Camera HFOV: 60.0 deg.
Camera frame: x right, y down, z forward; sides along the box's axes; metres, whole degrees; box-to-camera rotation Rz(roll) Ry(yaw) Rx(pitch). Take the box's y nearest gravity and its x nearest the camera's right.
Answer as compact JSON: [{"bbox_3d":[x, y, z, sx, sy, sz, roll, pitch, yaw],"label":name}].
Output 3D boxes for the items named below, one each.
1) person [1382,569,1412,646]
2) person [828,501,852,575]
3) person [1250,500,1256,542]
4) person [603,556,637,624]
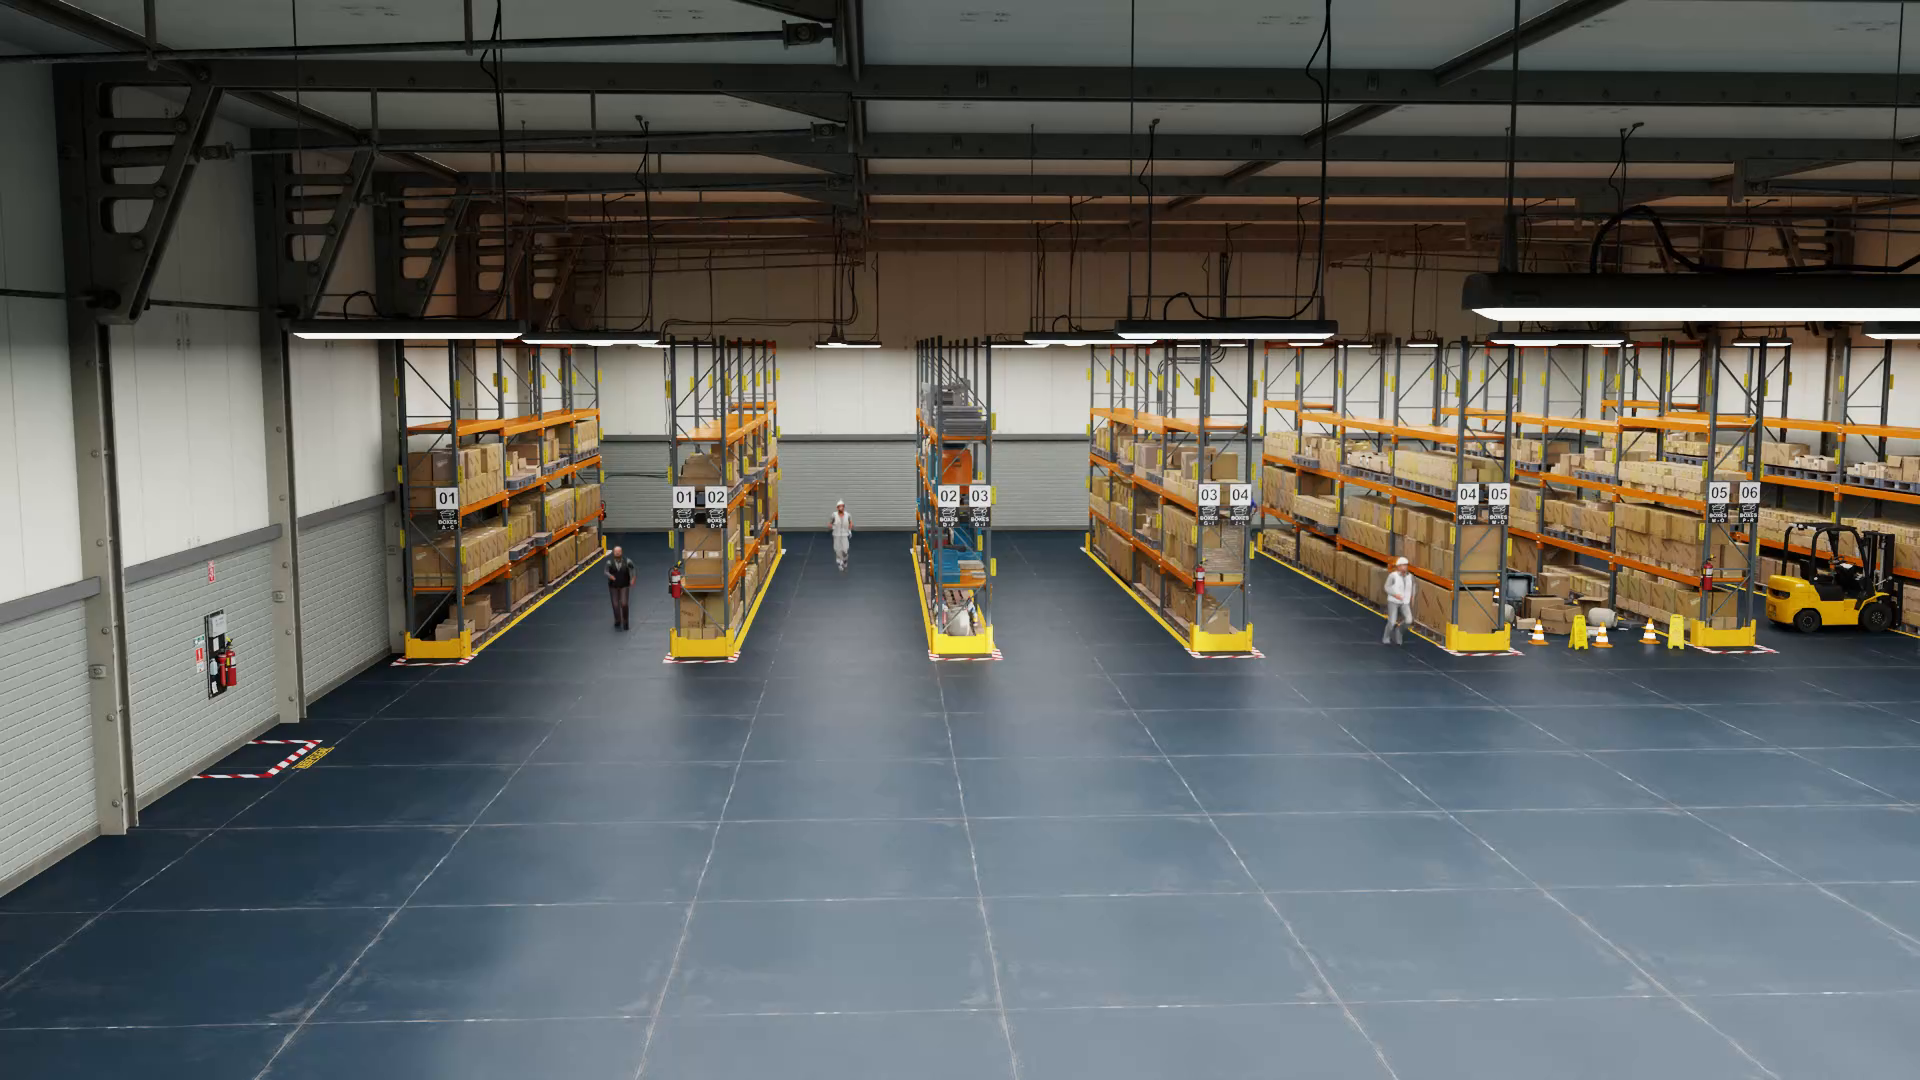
[{"bbox_3d":[8.501,1.303,32.337,0.486,1.514,0.446,-1,7,-11],"label":"person"},{"bbox_3d":[-2.914,-0.042,40.592,0.603,1.808,0.651,-1,7,-9],"label":"person"},{"bbox_3d":[8.447,-0.552,48.927,0.861,1.443,0.648,-2,7,-18],"label":"person"},{"bbox_3d":[-6.984,1.025,34.164,0.669,1.418,0.636,-1,7,-7],"label":"person"}]
